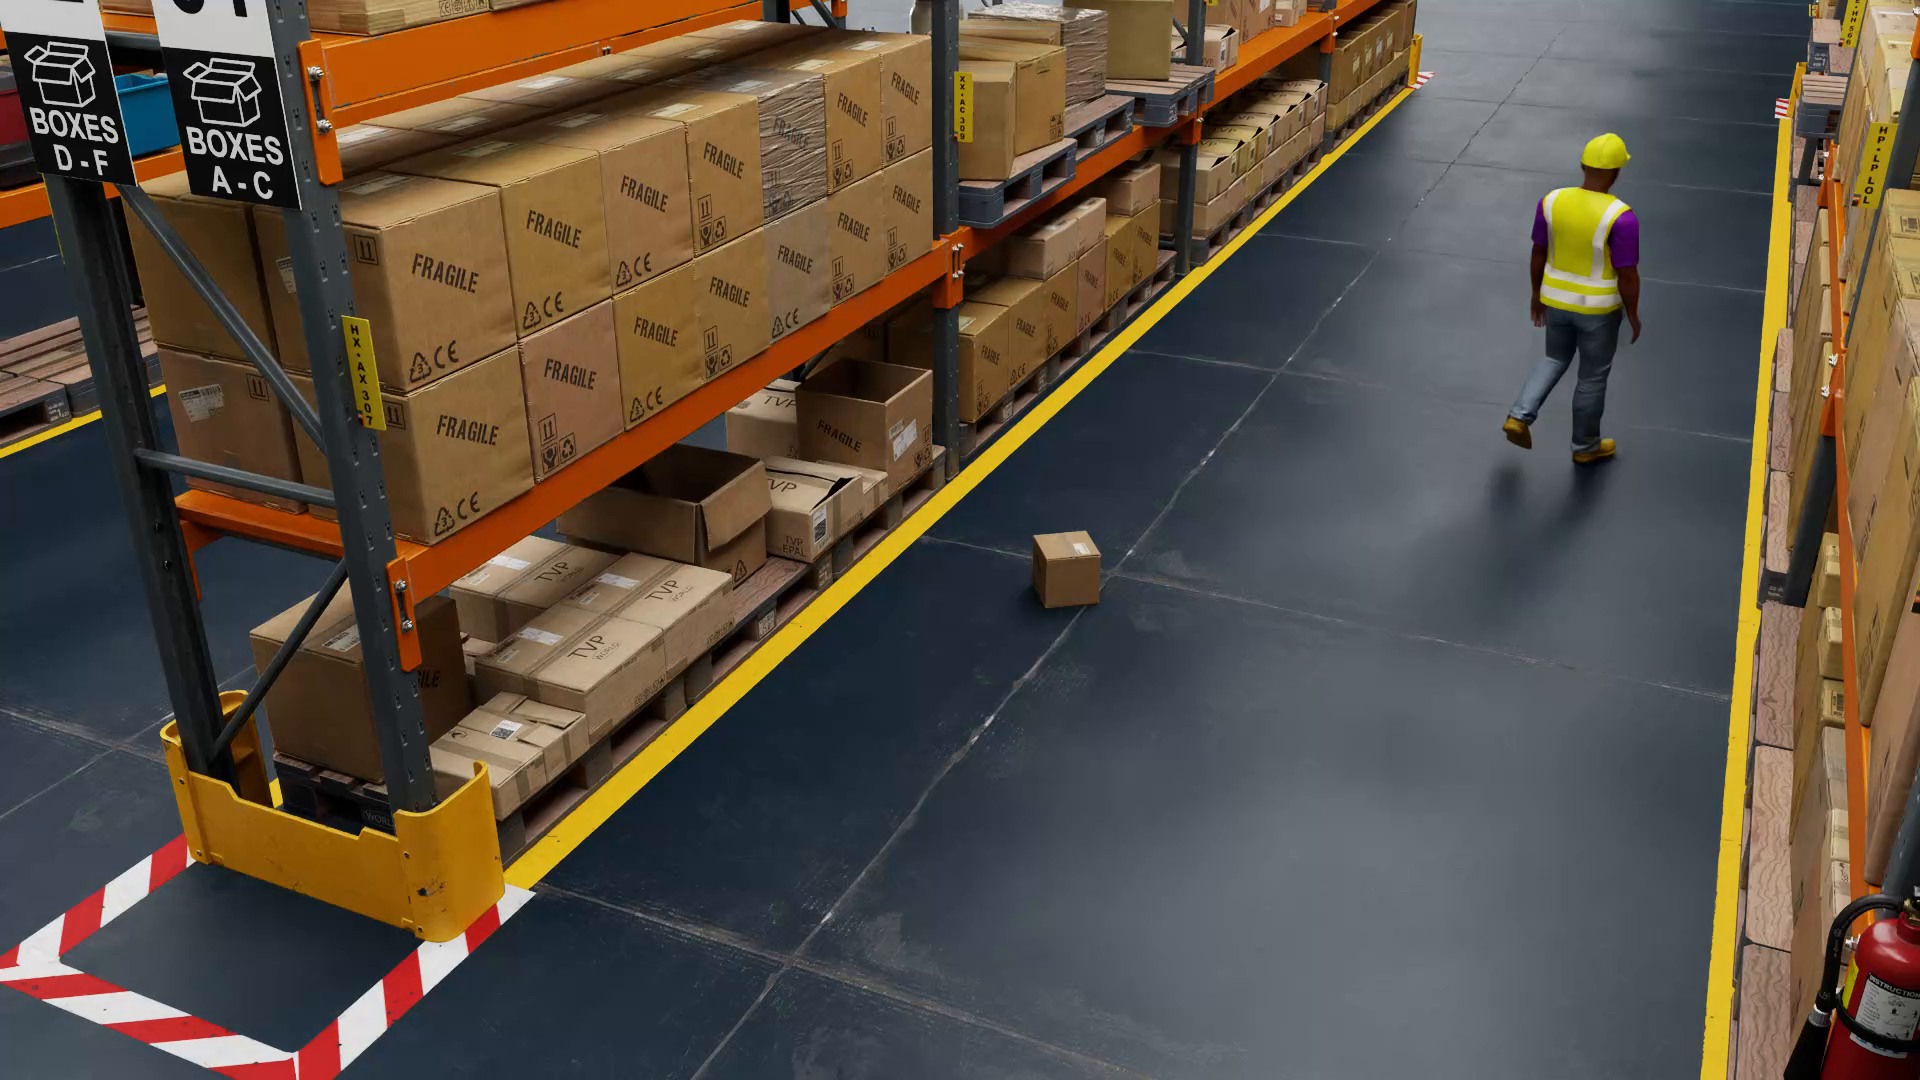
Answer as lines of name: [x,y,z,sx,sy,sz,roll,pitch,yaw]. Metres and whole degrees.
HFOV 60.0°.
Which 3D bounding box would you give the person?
person: [3.229,-1.225,8.575,0.682,1.757,0.587,-19,32,-34]
